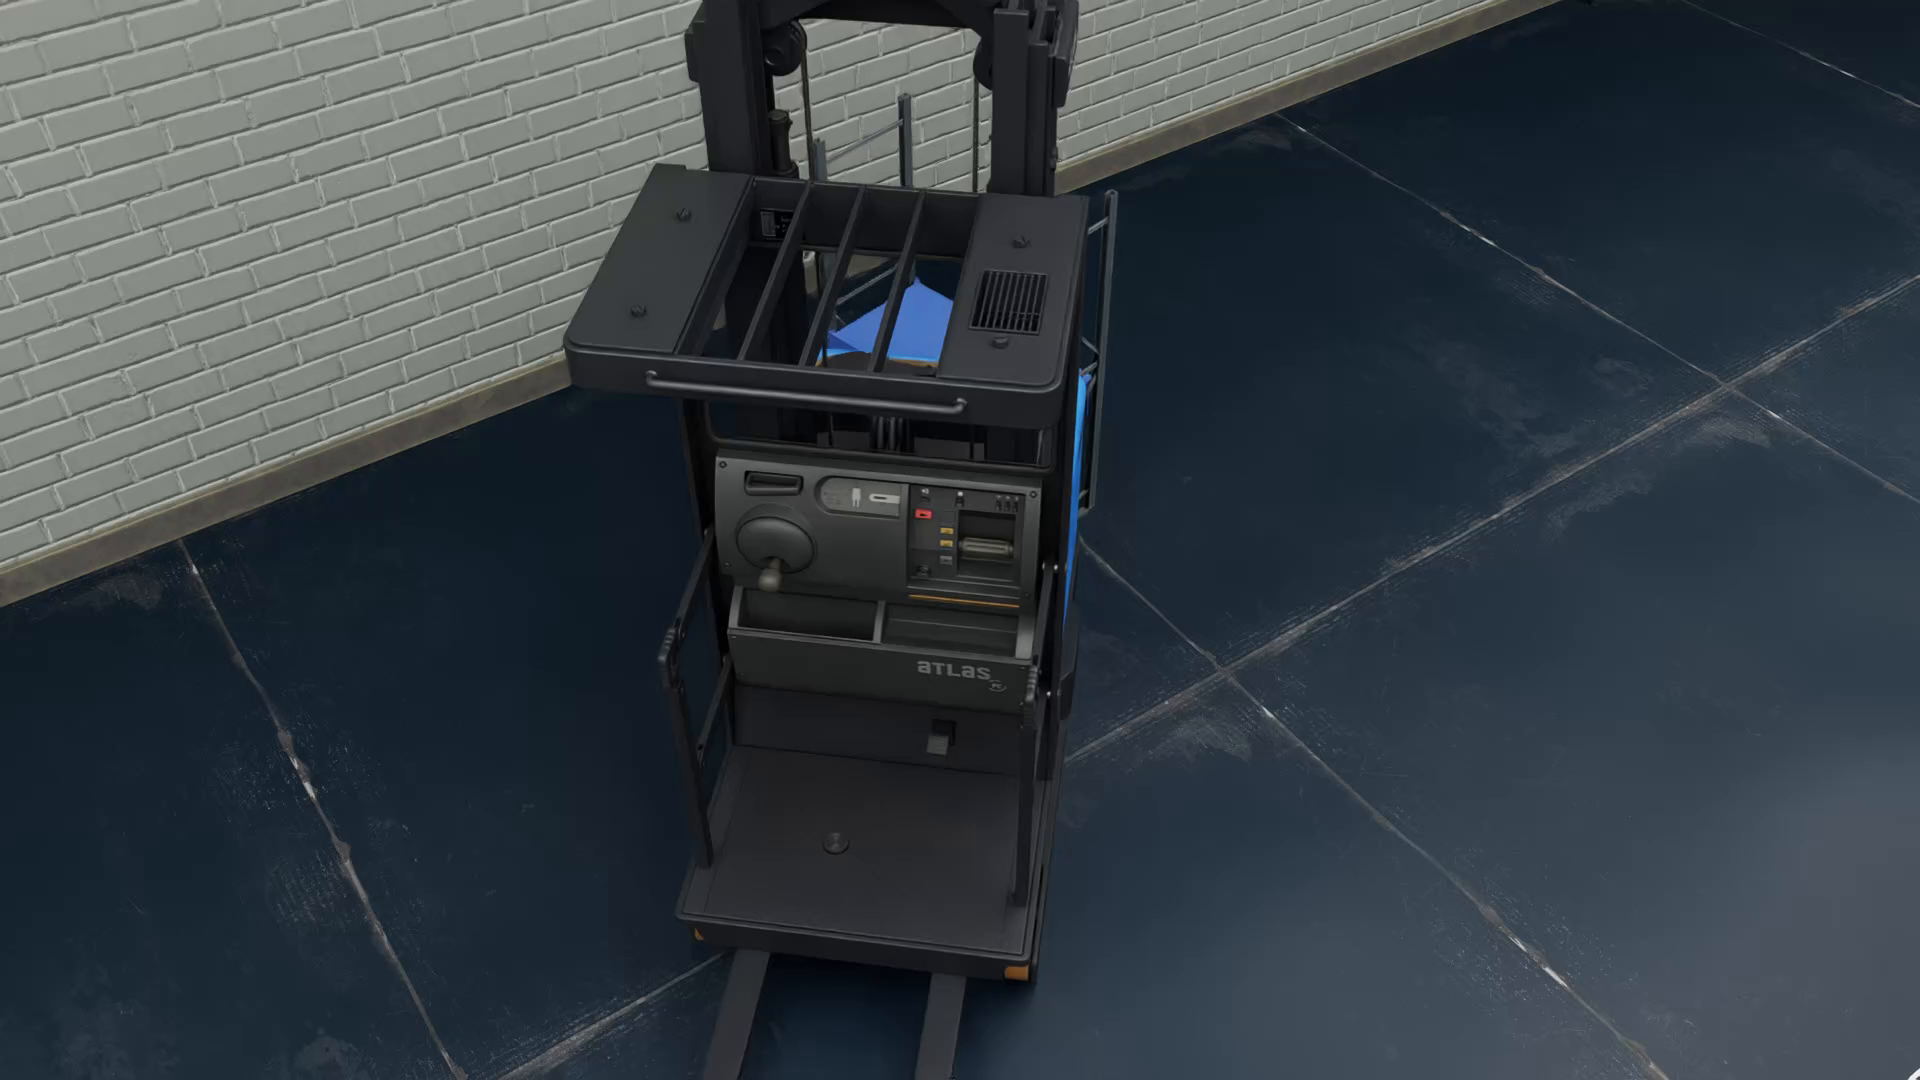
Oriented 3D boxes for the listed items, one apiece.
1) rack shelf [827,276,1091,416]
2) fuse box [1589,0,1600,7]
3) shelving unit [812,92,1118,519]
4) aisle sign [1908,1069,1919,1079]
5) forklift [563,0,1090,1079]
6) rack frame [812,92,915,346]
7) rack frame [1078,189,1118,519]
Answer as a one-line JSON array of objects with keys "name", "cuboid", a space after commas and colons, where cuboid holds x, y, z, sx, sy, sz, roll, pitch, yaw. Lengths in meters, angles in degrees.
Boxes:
[{"name": "rack shelf", "cuboid": [0.005, -0.673, 6.630, 1.000, 0.185, 0.538, 33, 52, 29]}, {"name": "fuse box", "cuboid": [3.920, -3.893, 9.589, 0.539, 1.711, 0.414, -26, 49, -24]}, {"name": "shelving unit", "cuboid": [0.005, -0.804, 6.506, 1.048, 1.500, 0.538, 33, 52, 29]}, {"name": "aisle sign", "cuboid": [1.068, 0.722, 1.939, 0.394, 0.787, 0.004, -26, 49, -24]}, {"name": "forklift", "cuboid": [-0.265, 0.068, 4.556, 1.130, 2.935, 3.031, 6, 44, 6]}, {"name": "rack frame", "cuboid": [-0.368, -1.042, 6.756, 0.032, 1.500, 0.500, 33, 52, 29]}, {"name": "rack frame", "cuboid": [0.378, -0.565, 6.256, 0.032, 1.500, 0.500, 33, 52, 29]}]
